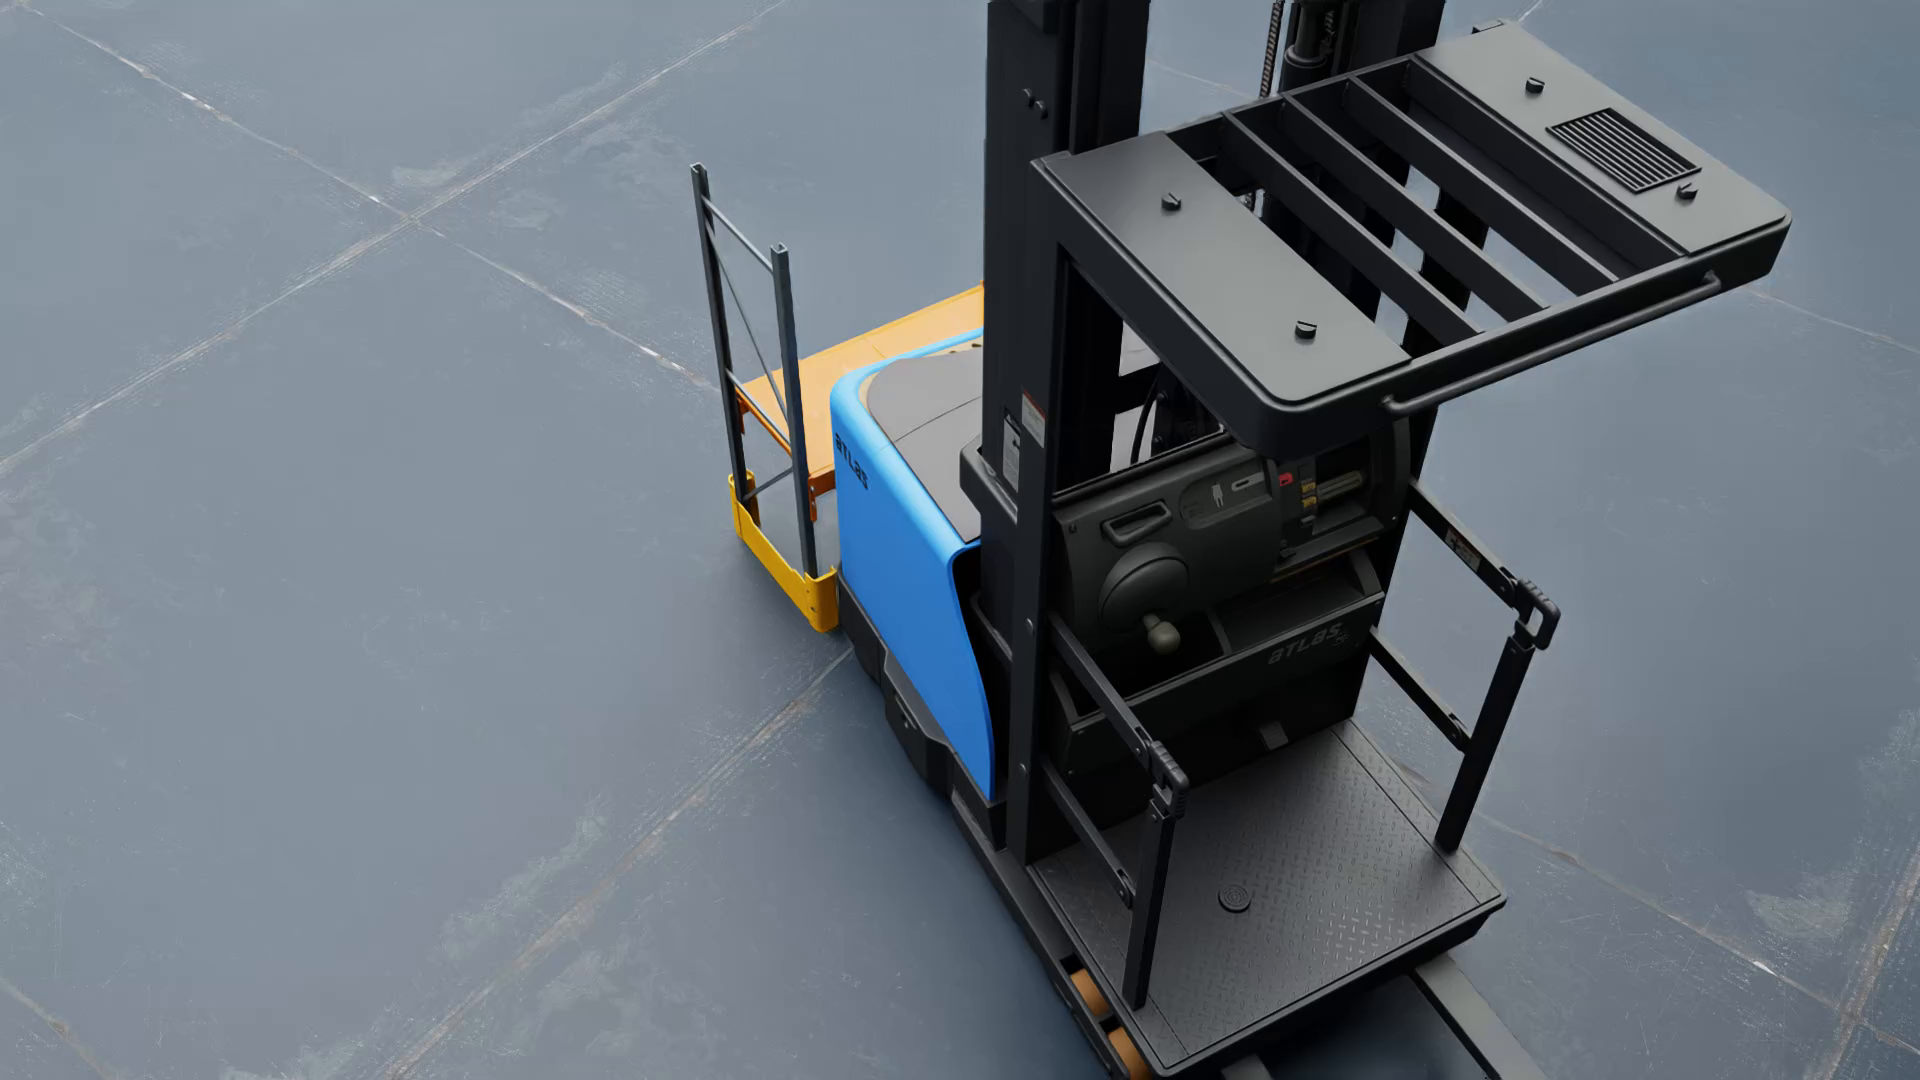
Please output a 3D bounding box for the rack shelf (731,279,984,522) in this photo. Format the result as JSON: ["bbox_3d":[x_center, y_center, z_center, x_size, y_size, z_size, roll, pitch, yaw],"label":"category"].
[{"bbox_3d":[-0.186,-0.474,5.413,1.000,0.185,0.538,-26,51,-23],"label":"rack shelf"}]

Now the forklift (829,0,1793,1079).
[{"bbox_3d":[0.746,0.050,3.676,1.130,2.935,3.031,-21,50,-19],"label":"forklift"}]

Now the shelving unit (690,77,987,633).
[{"bbox_3d":[-0.179,-0.602,5.287,1.083,1.500,0.587,-26,51,-23],"label":"shelving unit"}]

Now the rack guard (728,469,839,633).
[{"bbox_3d":[-0.590,0.032,5.545,0.087,0.250,0.587,-26,51,-23],"label":"rack guard"}]

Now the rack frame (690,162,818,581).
[{"bbox_3d":[-0.607,-0.393,5.087,0.032,1.500,0.500,-26,51,-23],"label":"rack frame"}]
